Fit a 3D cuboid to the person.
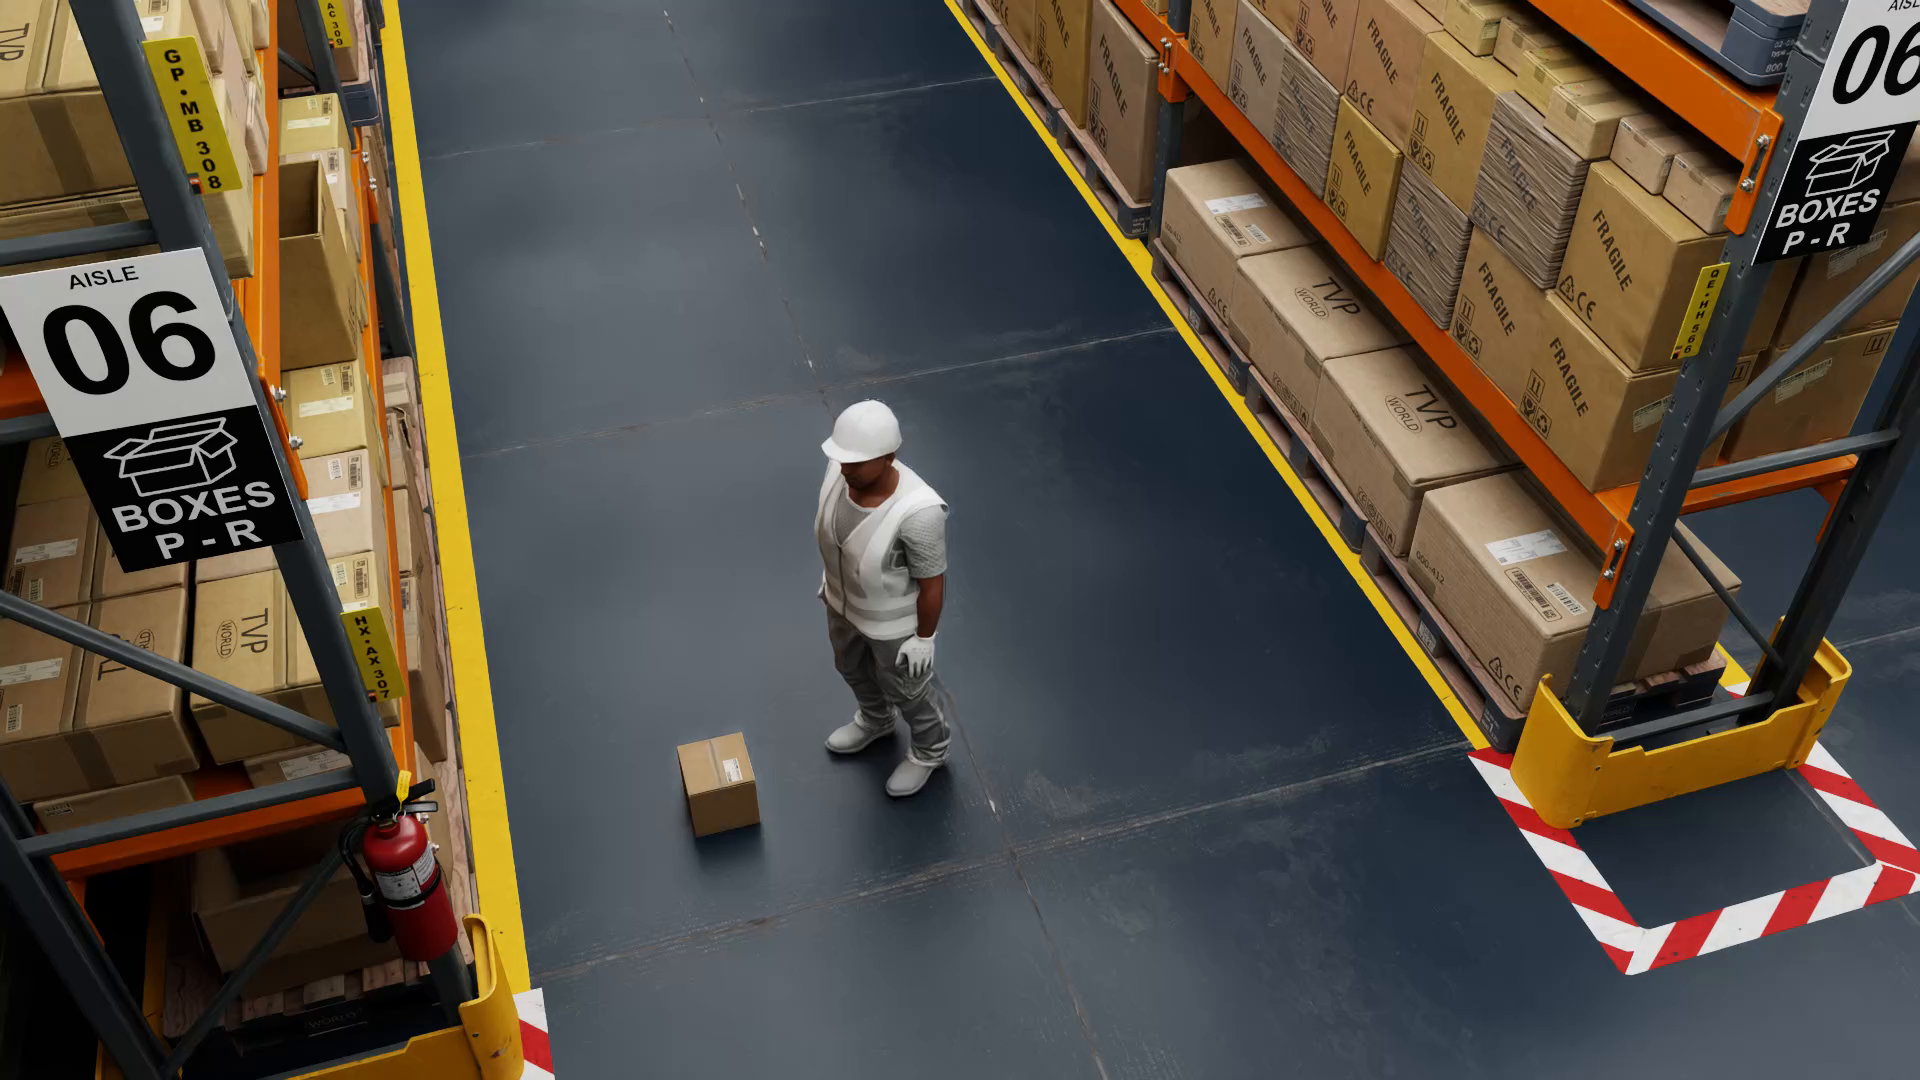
[{"bbox_3d":[-0.281,0.214,5.879,0.398,1.776,0.596,-31,50,-30],"label":"person"}]
